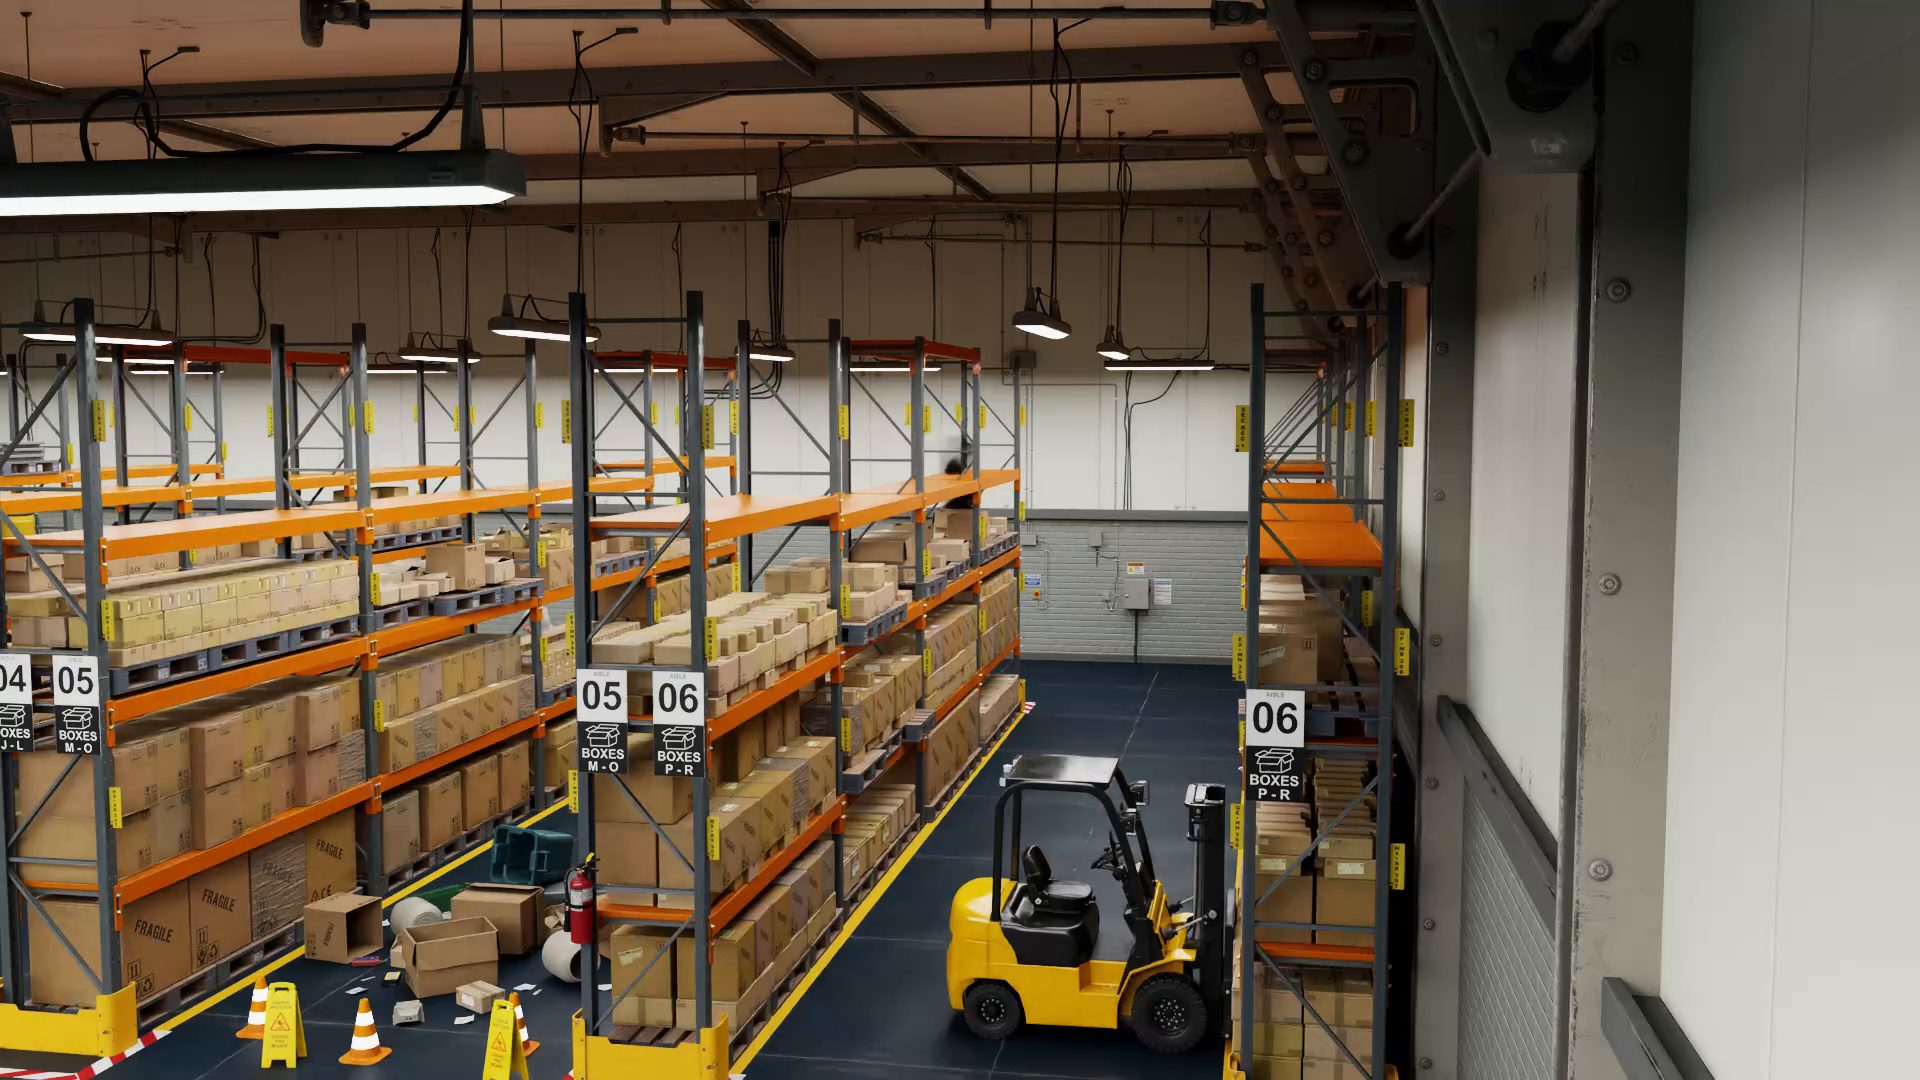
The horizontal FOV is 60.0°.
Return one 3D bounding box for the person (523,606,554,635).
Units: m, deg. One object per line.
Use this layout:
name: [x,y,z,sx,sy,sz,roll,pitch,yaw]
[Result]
person: [-7.785,1.862,30.671,0.711,1.816,0.693,-4,6,-39]
